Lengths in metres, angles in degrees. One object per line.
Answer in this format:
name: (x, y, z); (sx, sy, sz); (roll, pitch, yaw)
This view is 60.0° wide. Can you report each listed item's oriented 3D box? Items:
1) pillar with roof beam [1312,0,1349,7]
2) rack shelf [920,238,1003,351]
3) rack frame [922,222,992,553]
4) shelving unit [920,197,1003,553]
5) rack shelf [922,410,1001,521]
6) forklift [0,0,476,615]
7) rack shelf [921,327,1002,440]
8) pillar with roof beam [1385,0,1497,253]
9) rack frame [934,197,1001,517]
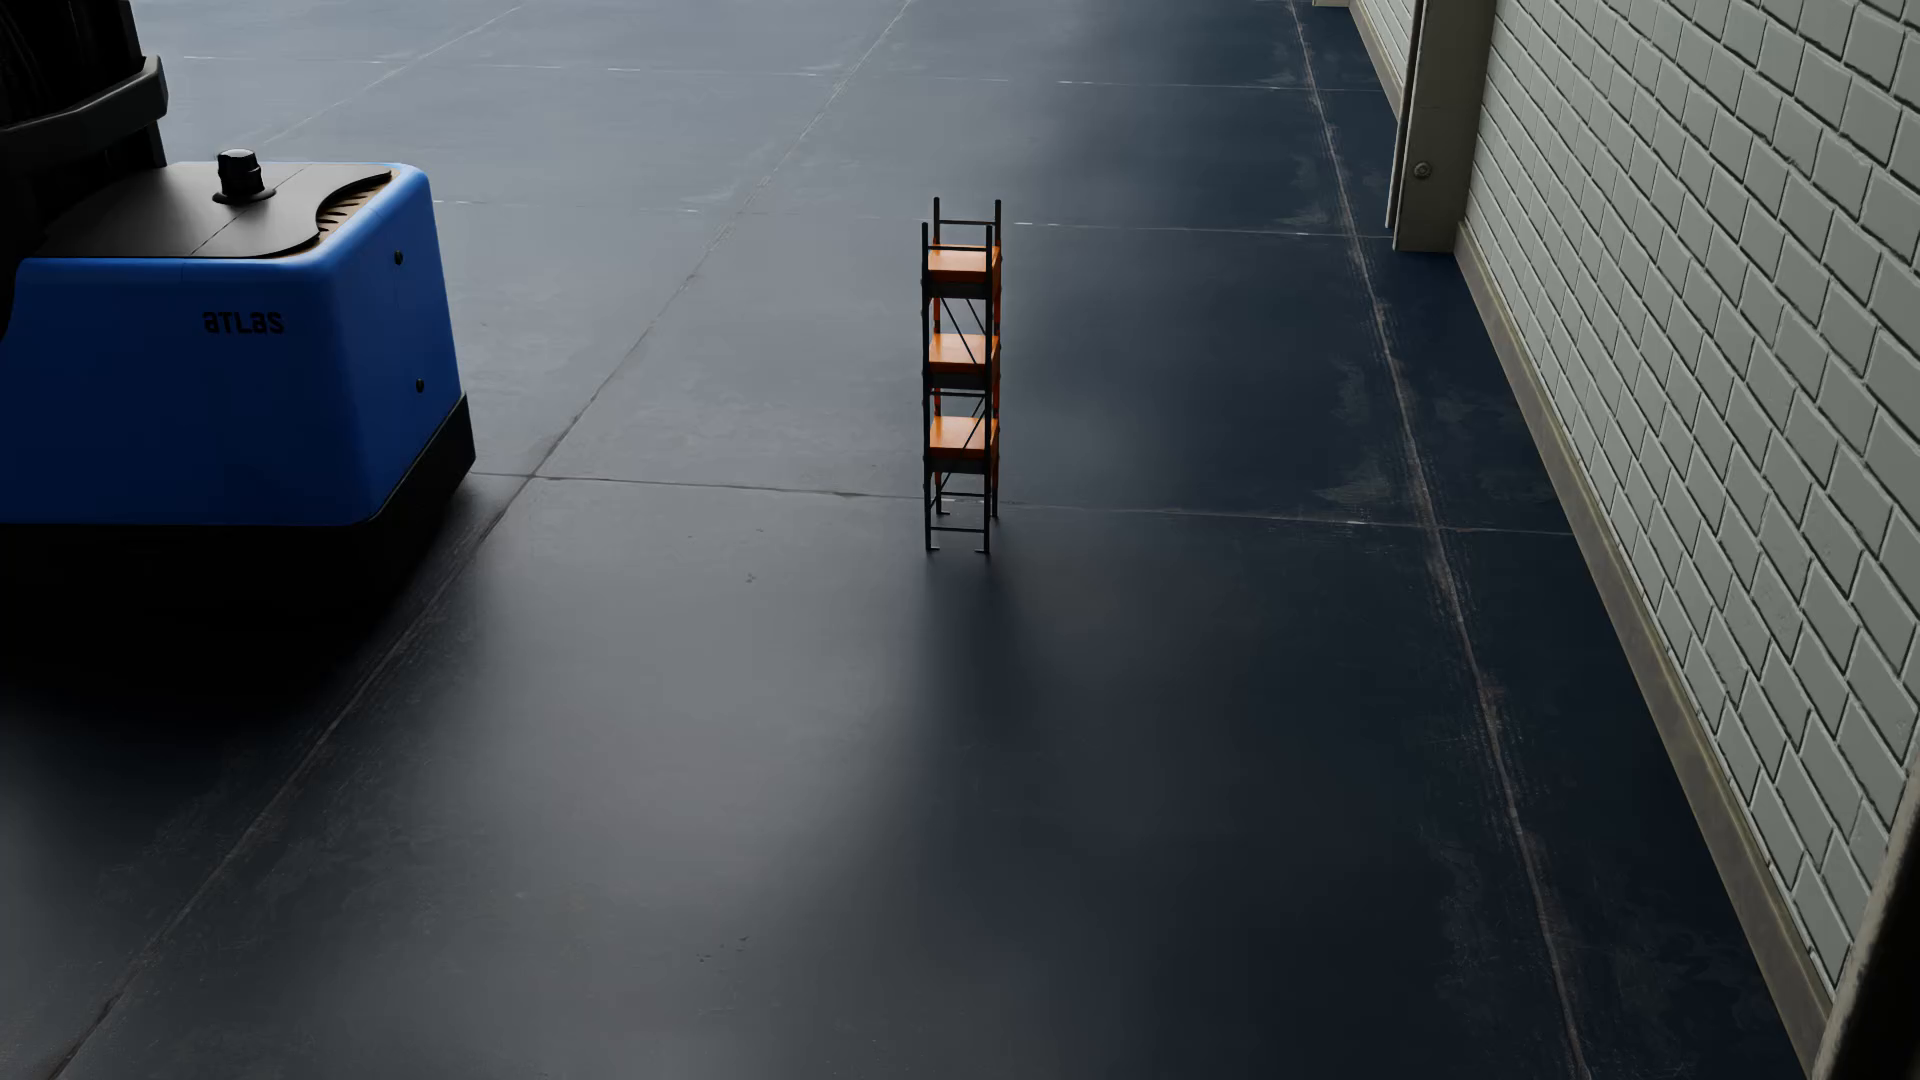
pillar with roof beam: (-1.335, -8.472, 11.488); (9.100, 9.000, 0.400); (3, 28, 6)
rack shelf: (0.006, -0.728, 4.918); (0.215, 0.259, 0.240); (3, 28, 6)
rack frame: (-0.008, -0.430, 4.941); (0.200, 1.050, 0.008); (3, 28, 6)
shelving unit: (0.007, -0.487, 5.048); (0.215, 1.050, 0.252); (3, 28, 6)
rack shelf: (0.007, -0.233, 5.185); (0.215, 0.259, 0.240); (3, 28, 6)
forklift: (-3.155, -1.311, 4.592); (3.031, 2.935, 1.130); (1, 28, 1)
rack shelf: (0.007, -0.478, 5.053); (0.215, 0.259, 0.240); (3, 28, 6)
pillar with roof beam: (-2.071, -5.648, 6.246); (9.100, 9.000, 0.400); (3, 28, 6)
rack frame: (0.021, -0.545, 5.154); (0.200, 1.050, 0.008); (3, 28, 6)
